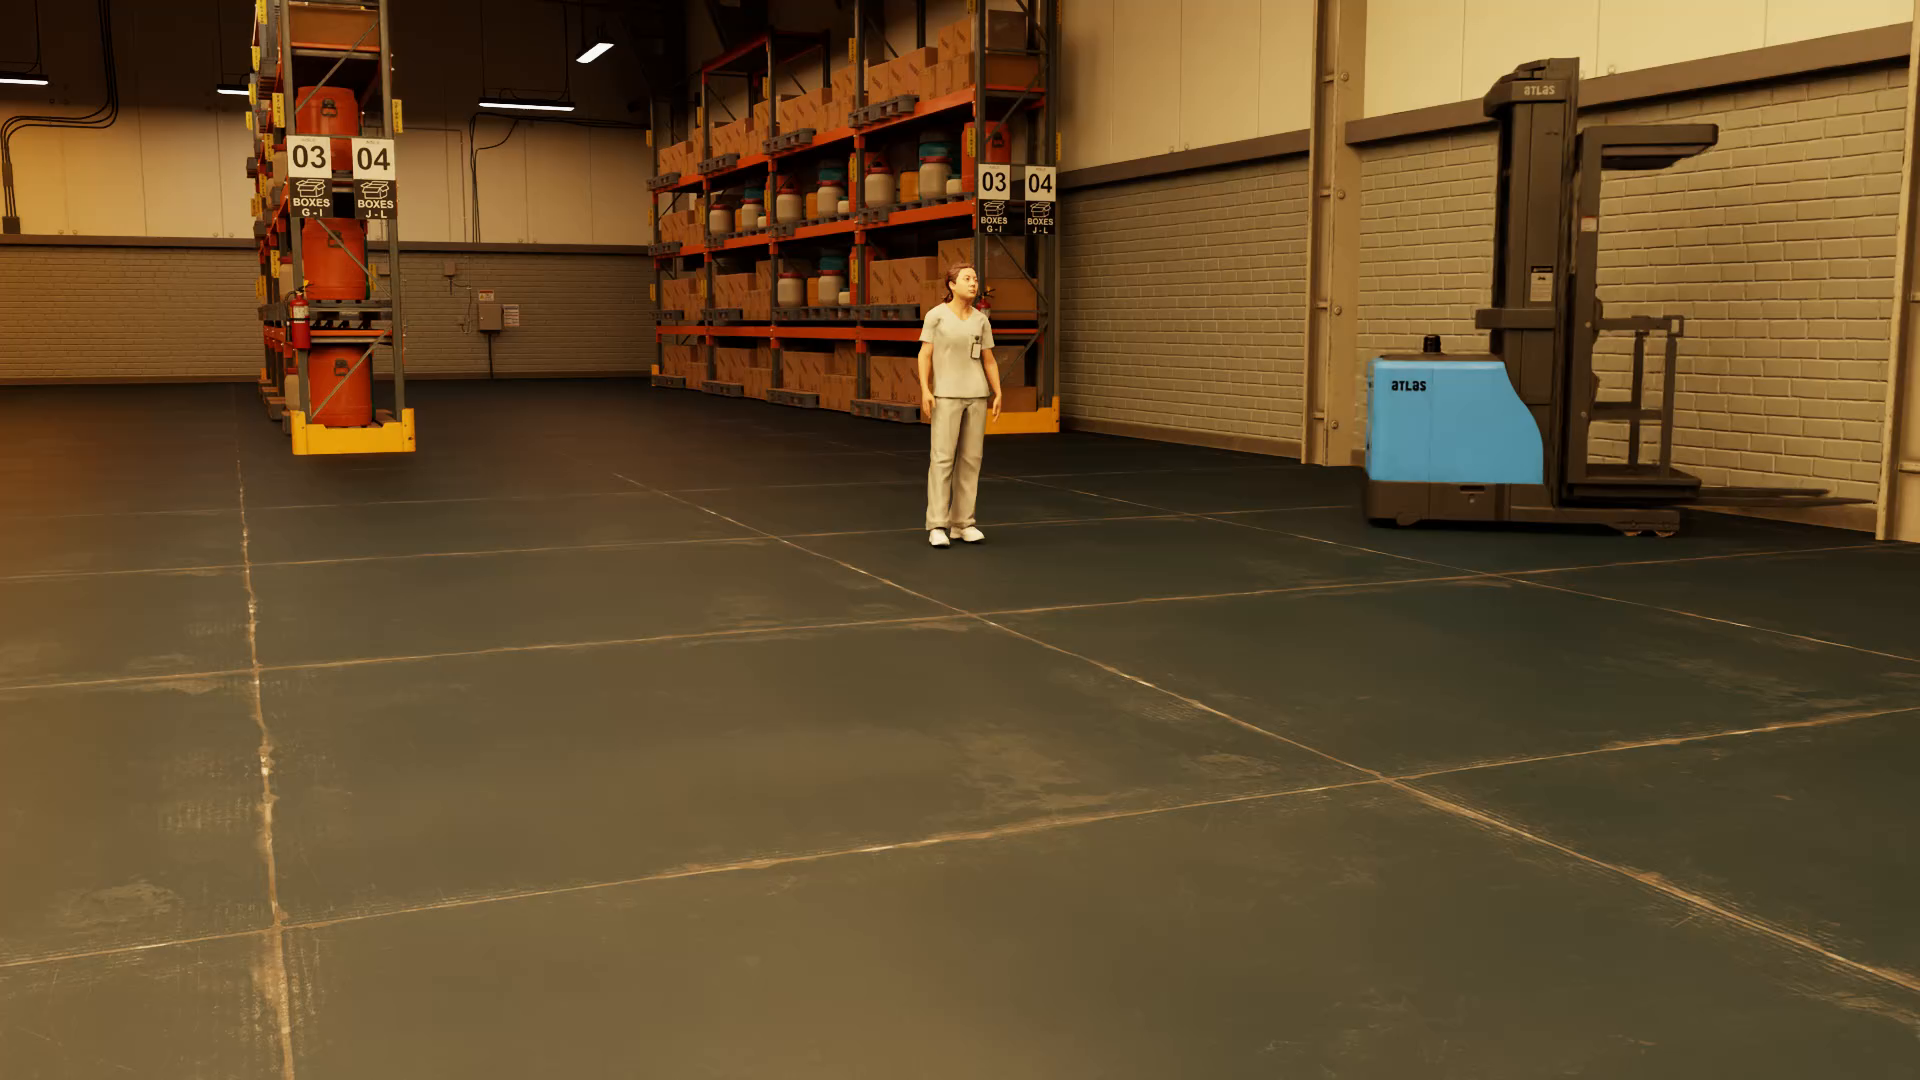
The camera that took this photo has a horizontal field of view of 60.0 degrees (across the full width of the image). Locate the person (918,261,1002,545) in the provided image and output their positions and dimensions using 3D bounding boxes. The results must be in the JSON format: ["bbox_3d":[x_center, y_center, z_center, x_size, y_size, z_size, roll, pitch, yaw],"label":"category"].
[{"bbox_3d":[0.017,-0.829,9.971,0.549,1.673,0.548,-3,8,-23],"label":"person"}]

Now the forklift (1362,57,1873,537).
[{"bbox_3d":[4.200,-1.549,10.691,3.031,2.935,1.130,2,8,11],"label":"forklift"}]
